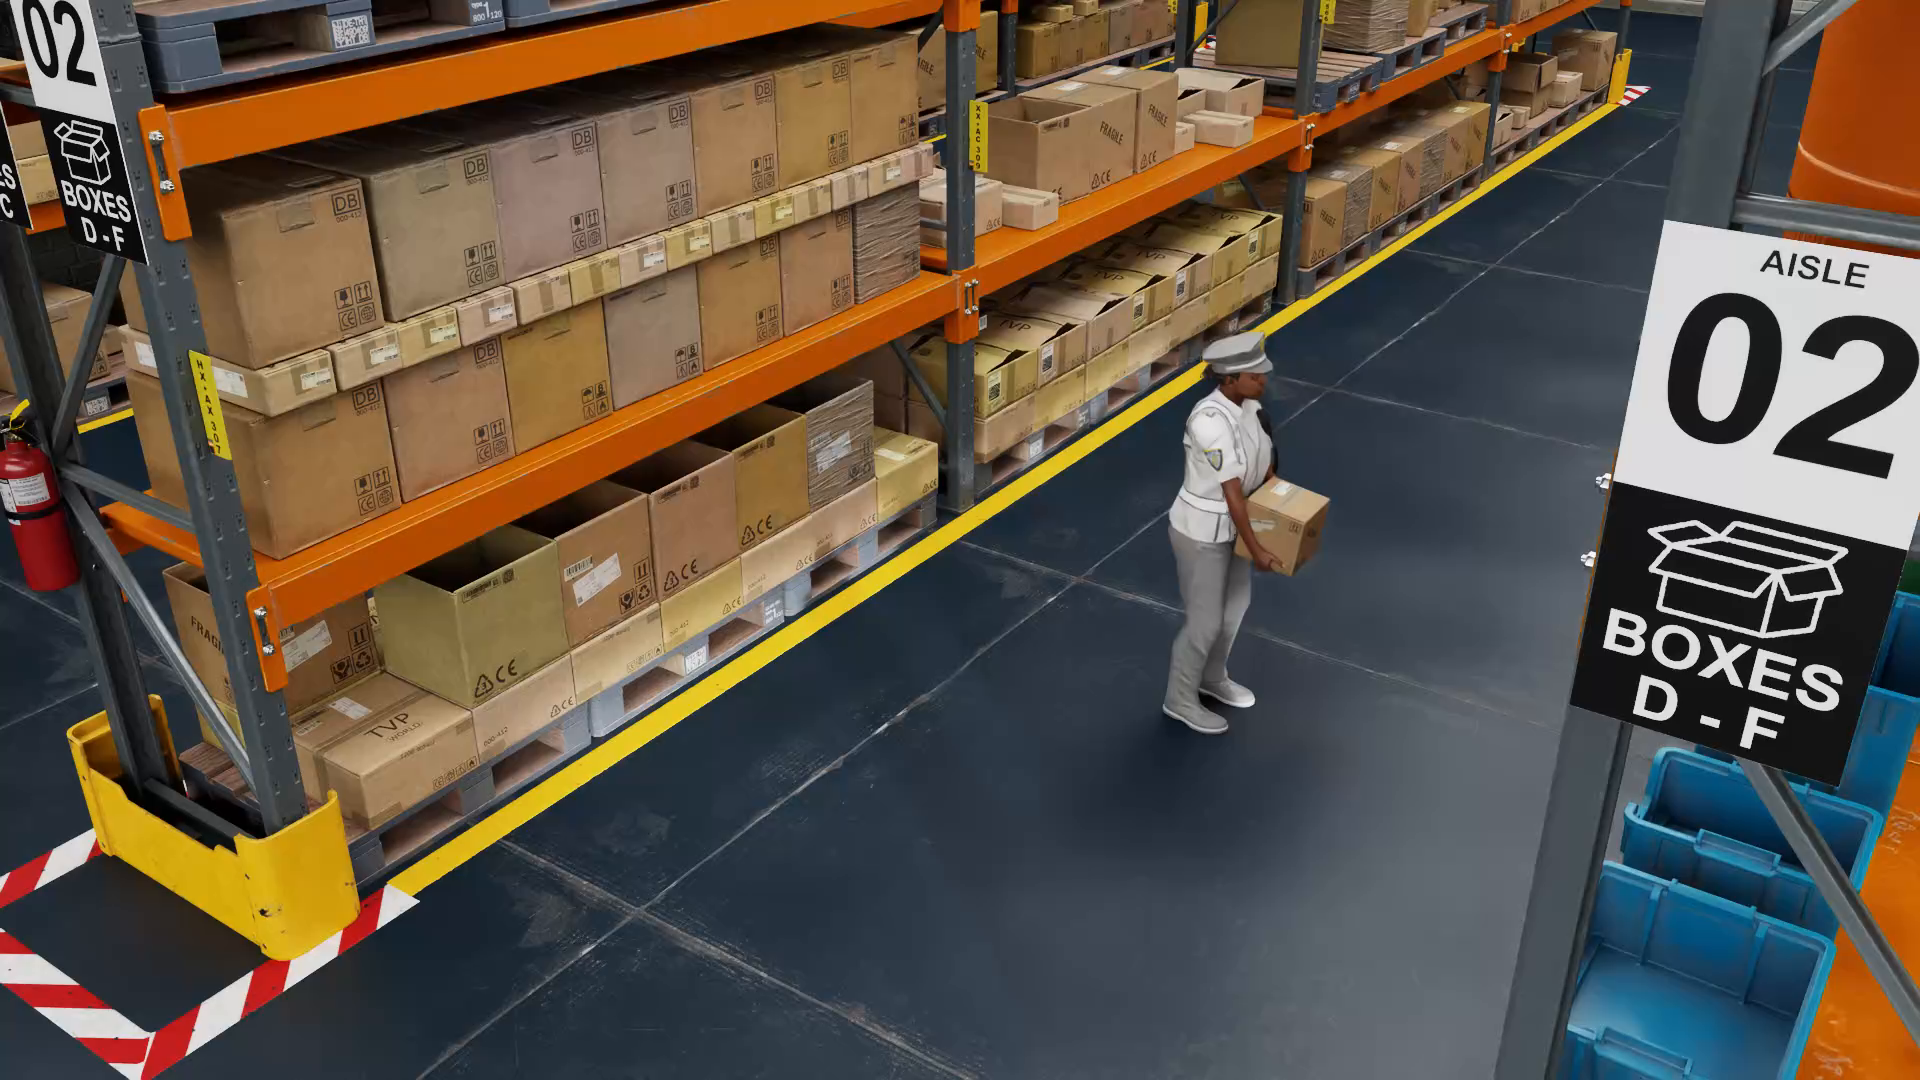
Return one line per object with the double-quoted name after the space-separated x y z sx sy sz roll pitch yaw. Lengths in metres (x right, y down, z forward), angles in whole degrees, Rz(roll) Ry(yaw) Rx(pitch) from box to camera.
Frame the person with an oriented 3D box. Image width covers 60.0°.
1.107 -0.020 6.643 0.531 1.685 0.416 17 32 29 "person"
